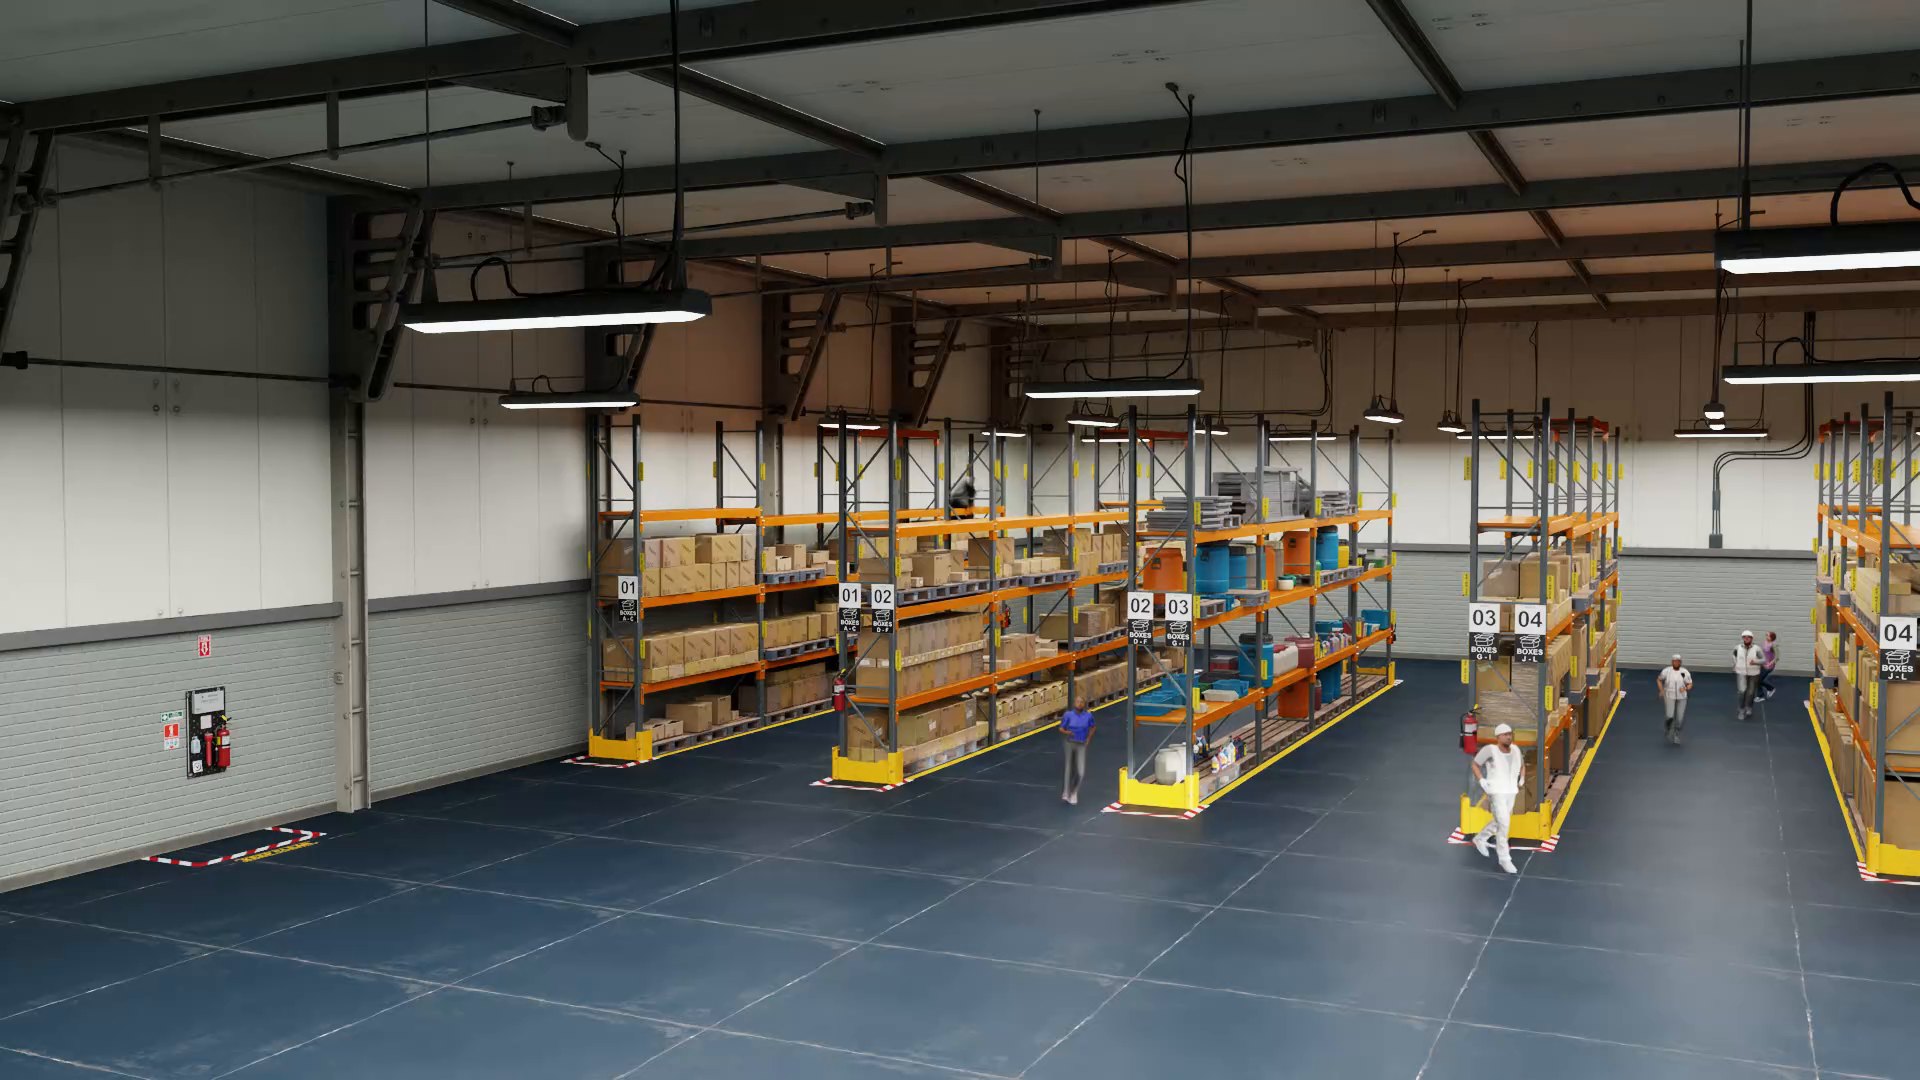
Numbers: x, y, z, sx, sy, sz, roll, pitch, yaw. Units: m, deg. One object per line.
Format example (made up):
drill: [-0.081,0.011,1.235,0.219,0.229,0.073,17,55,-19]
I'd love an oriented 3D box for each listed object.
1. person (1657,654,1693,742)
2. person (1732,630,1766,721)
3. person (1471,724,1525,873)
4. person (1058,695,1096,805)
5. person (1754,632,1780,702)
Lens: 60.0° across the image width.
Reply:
person: [13.164,2.923,30.608,0.592,1.629,0.575,1,2,17]
person: [15.960,2.740,33.654,0.644,1.833,0.763,1,3,27]
person: [6.871,3.227,21.127,0.699,1.811,0.890,-1,3,-21]
person: [1.770,3.166,25.036,0.582,1.662,0.674,0,2,0]
person: [17.536,2.757,36.149,0.492,1.553,0.599,0,2,-10]
